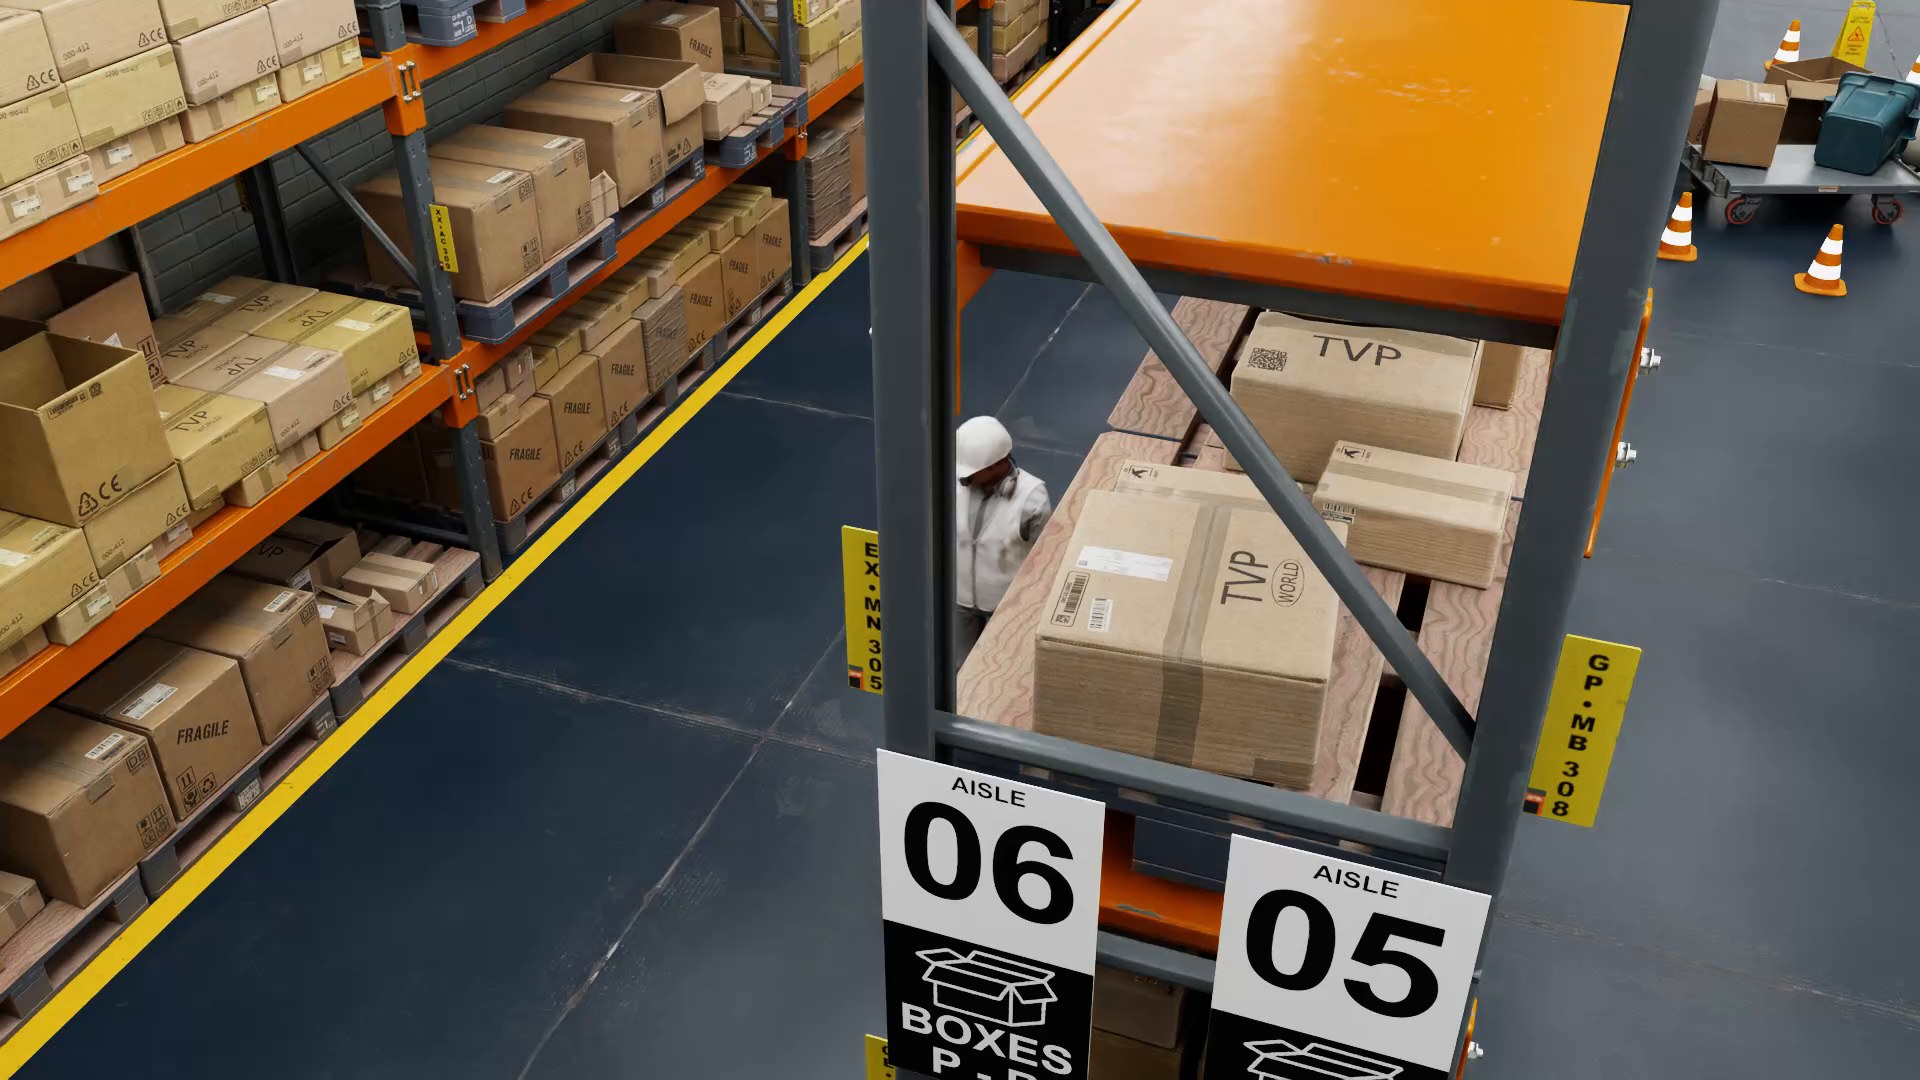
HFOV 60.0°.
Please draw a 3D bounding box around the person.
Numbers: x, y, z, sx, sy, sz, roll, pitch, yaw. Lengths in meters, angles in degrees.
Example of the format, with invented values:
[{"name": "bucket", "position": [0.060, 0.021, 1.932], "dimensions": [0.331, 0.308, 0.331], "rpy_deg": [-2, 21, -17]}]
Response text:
[{"name": "person", "position": [0.144, 0.241, 7.169], "dimensions": [0.592, 1.785, 0.393], "rpy_deg": [12, 35, 17]}]
